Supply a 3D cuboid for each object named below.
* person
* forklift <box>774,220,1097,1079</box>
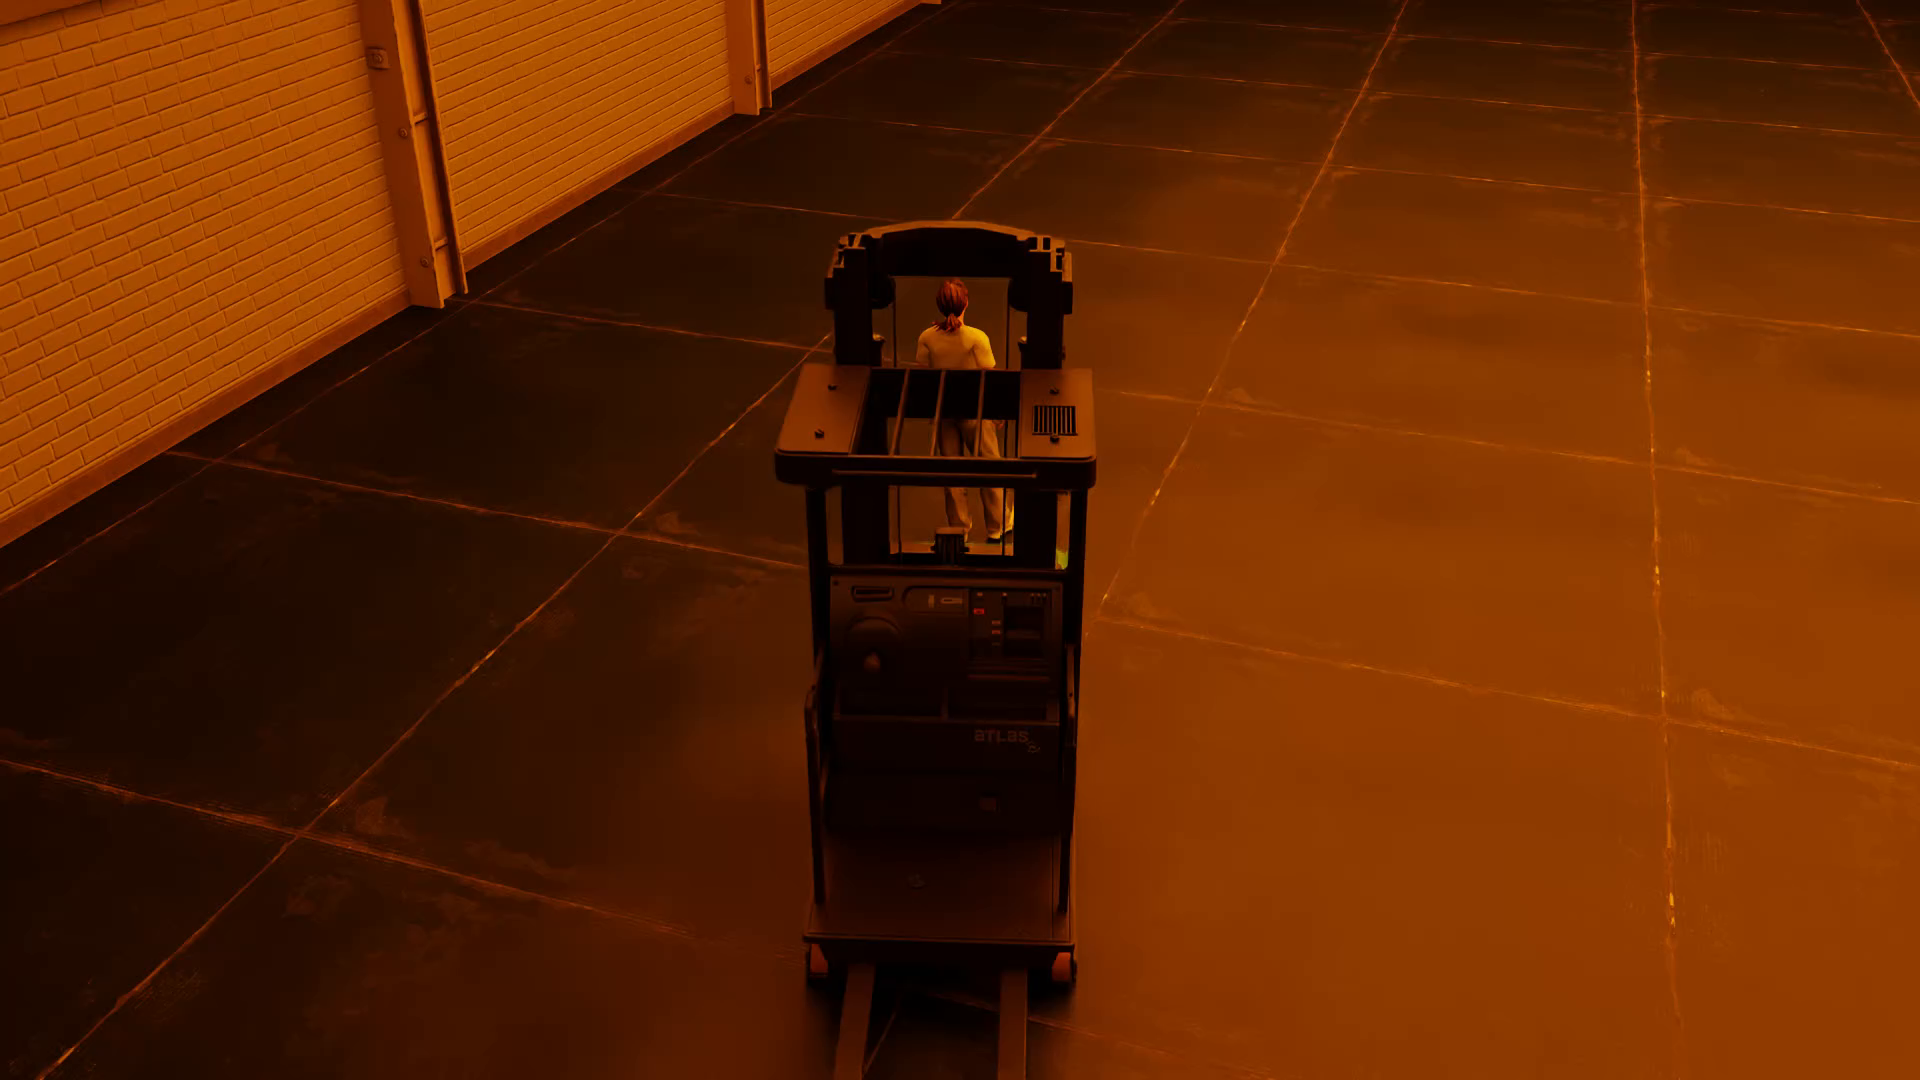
[{"bbox_3d":[0.039,-0.770,9.740,0.549,1.675,0.533,10,31,16],"label":"person"},{"bbox_3d":[-0.064,0.391,6.451,1.130,2.935,3.031,1,30,2],"label":"forklift"}]
